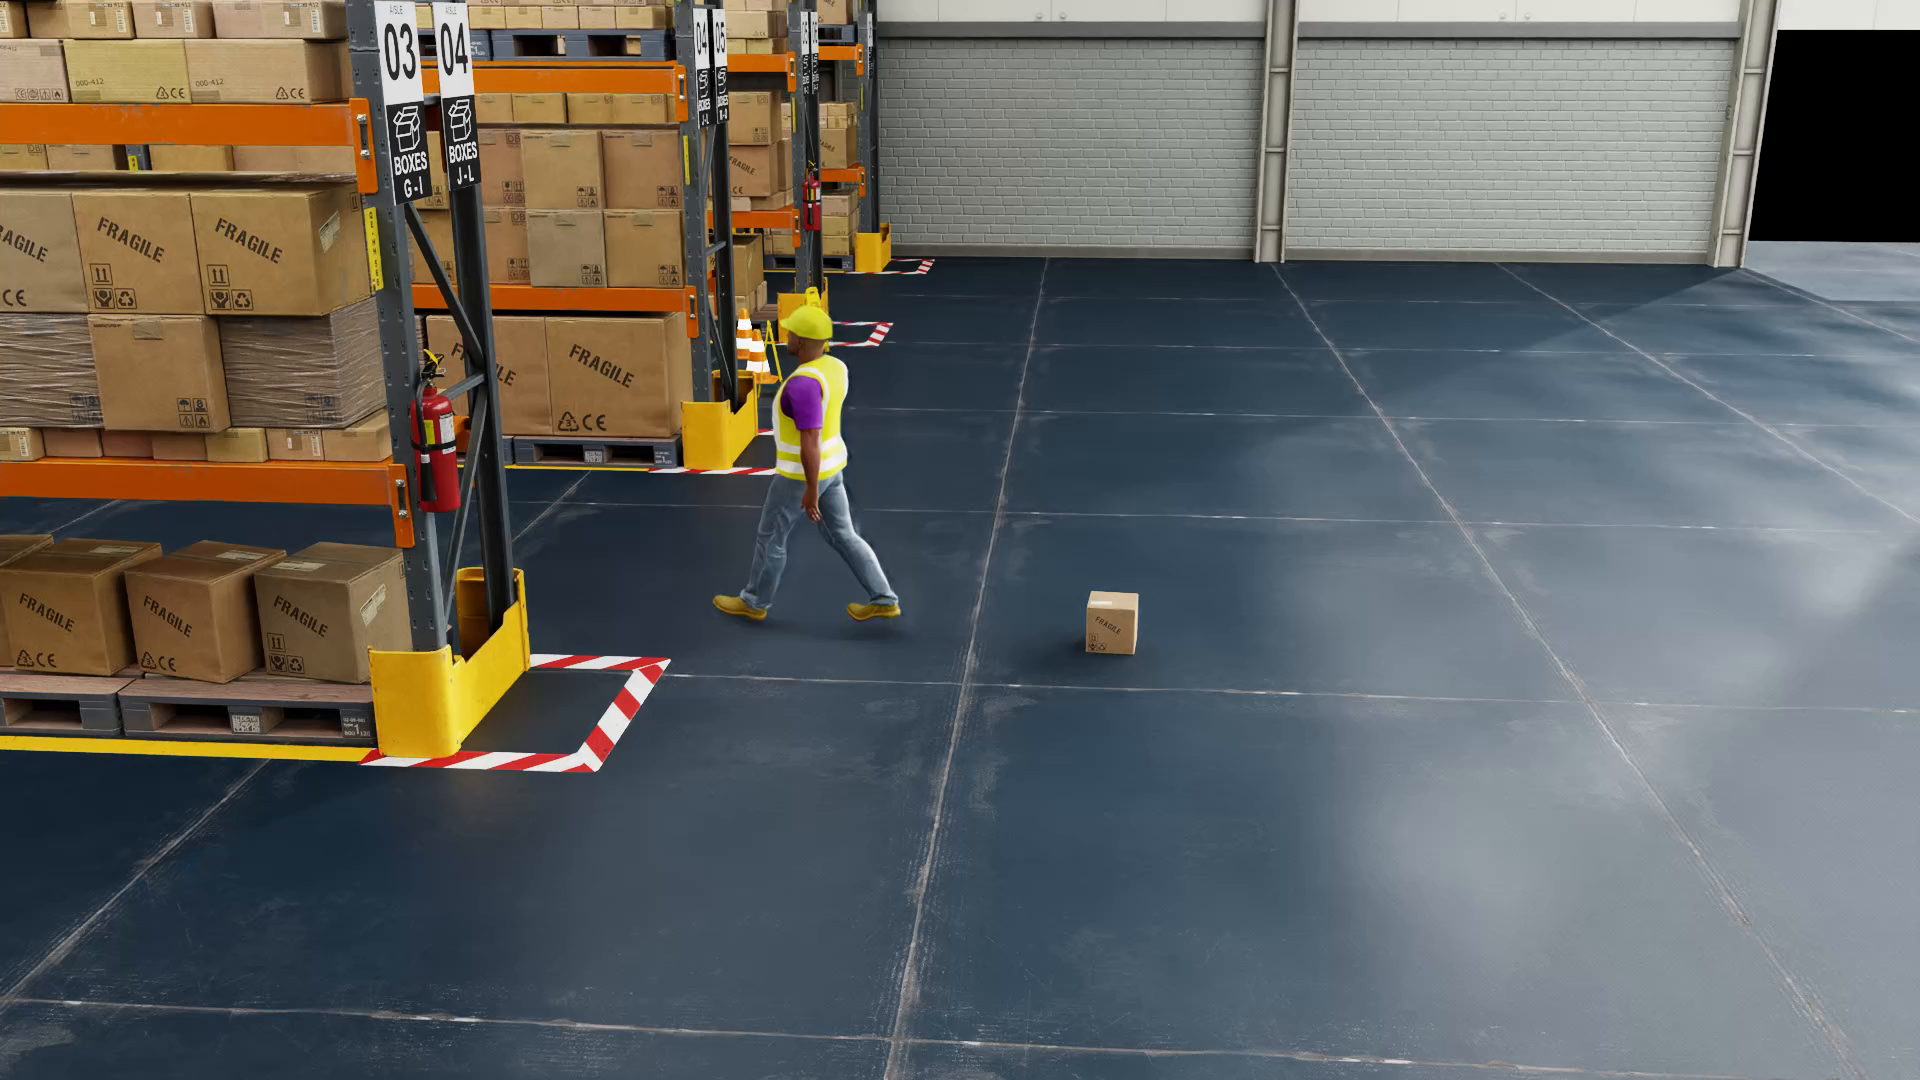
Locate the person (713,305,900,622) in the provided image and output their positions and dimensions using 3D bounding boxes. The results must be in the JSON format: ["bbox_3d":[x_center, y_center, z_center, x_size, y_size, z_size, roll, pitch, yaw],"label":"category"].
[{"bbox_3d":[-0.817,-0.389,8.760,1.047,1.724,0.613,7,19,22],"label":"person"}]
